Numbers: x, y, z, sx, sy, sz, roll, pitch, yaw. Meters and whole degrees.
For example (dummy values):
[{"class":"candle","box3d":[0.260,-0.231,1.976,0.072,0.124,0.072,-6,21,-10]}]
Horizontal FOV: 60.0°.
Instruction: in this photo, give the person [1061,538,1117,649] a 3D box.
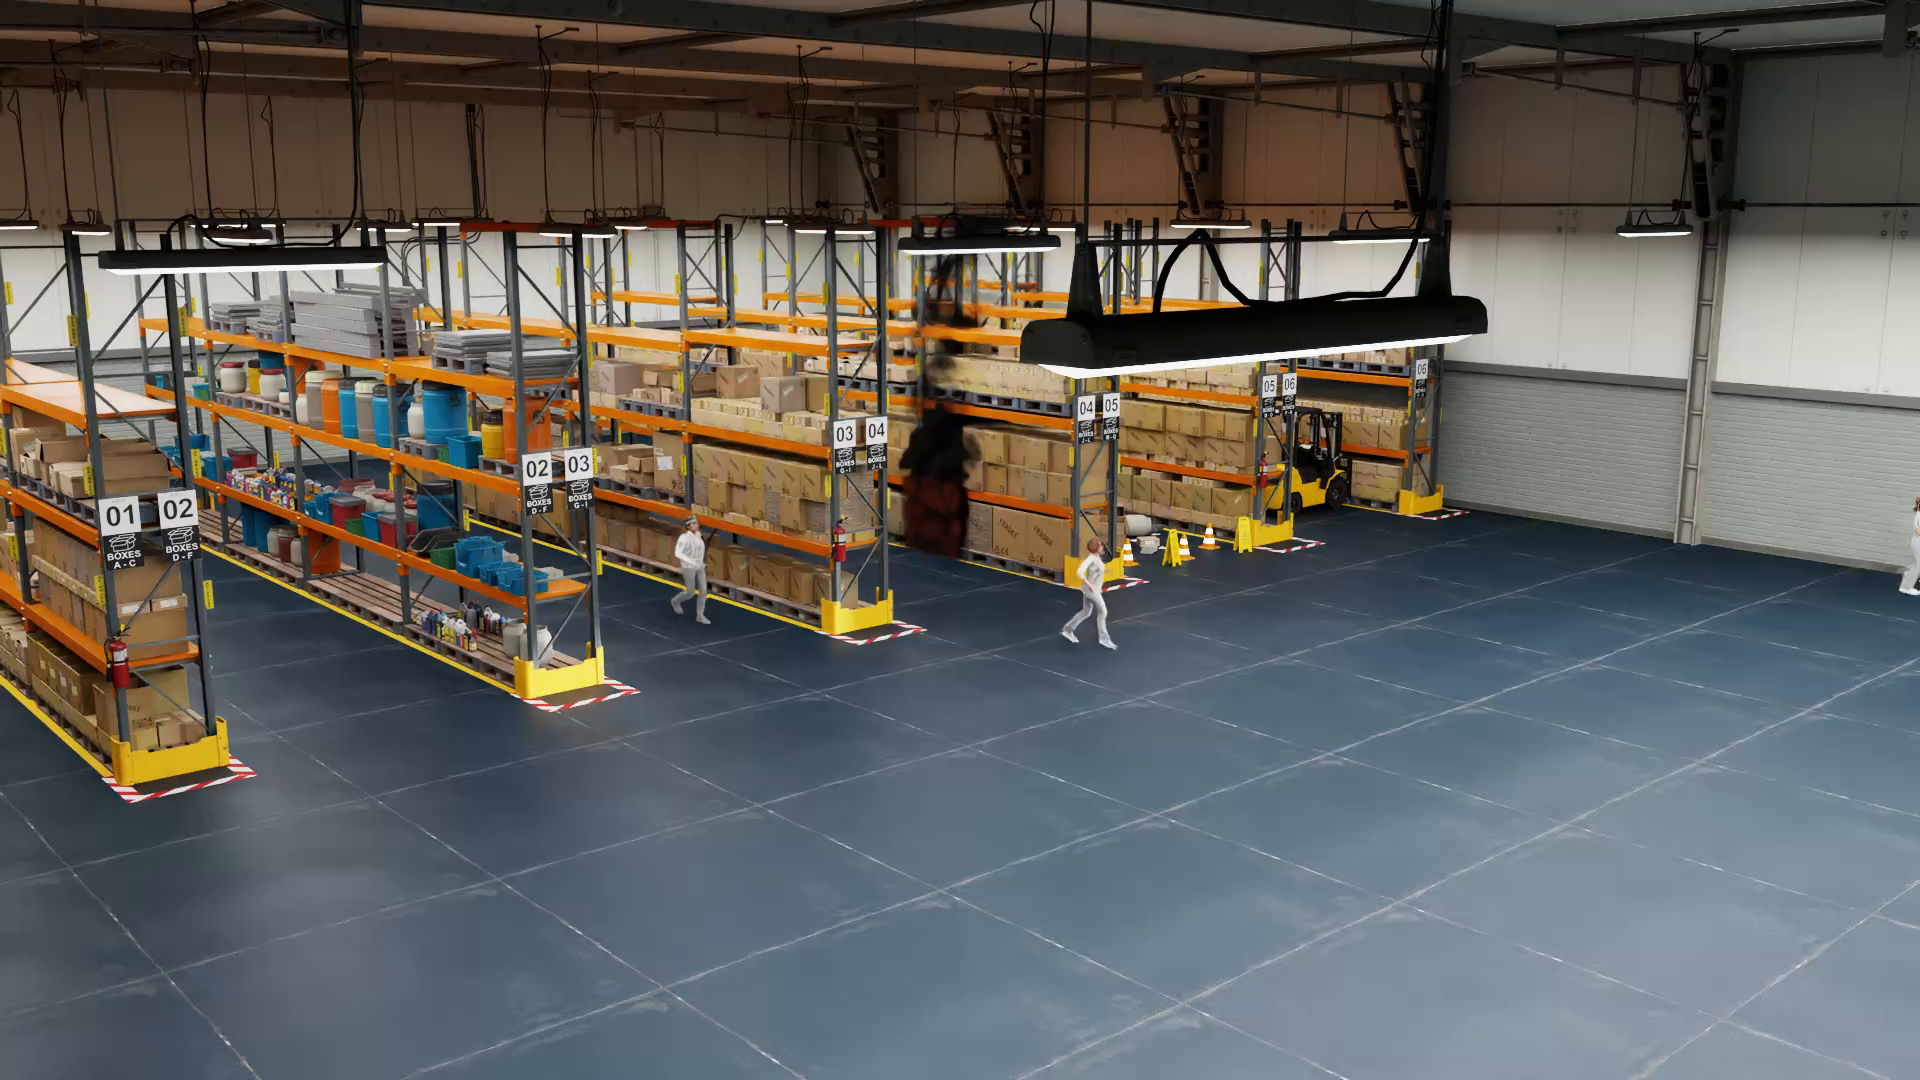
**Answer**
[{"class":"person","box3d":[1.876,0.771,24.033,0.810,1.610,0.520,0,11,1]}]

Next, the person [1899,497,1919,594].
[{"class":"person","box3d":[15.801,0.092,27.260,0.550,1.633,0.571,-11,16,-42]}]

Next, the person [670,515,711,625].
[{"class":"person","box3d":[-4.133,0.431,25.541,0.773,1.688,0.623,9,14,37]}]
